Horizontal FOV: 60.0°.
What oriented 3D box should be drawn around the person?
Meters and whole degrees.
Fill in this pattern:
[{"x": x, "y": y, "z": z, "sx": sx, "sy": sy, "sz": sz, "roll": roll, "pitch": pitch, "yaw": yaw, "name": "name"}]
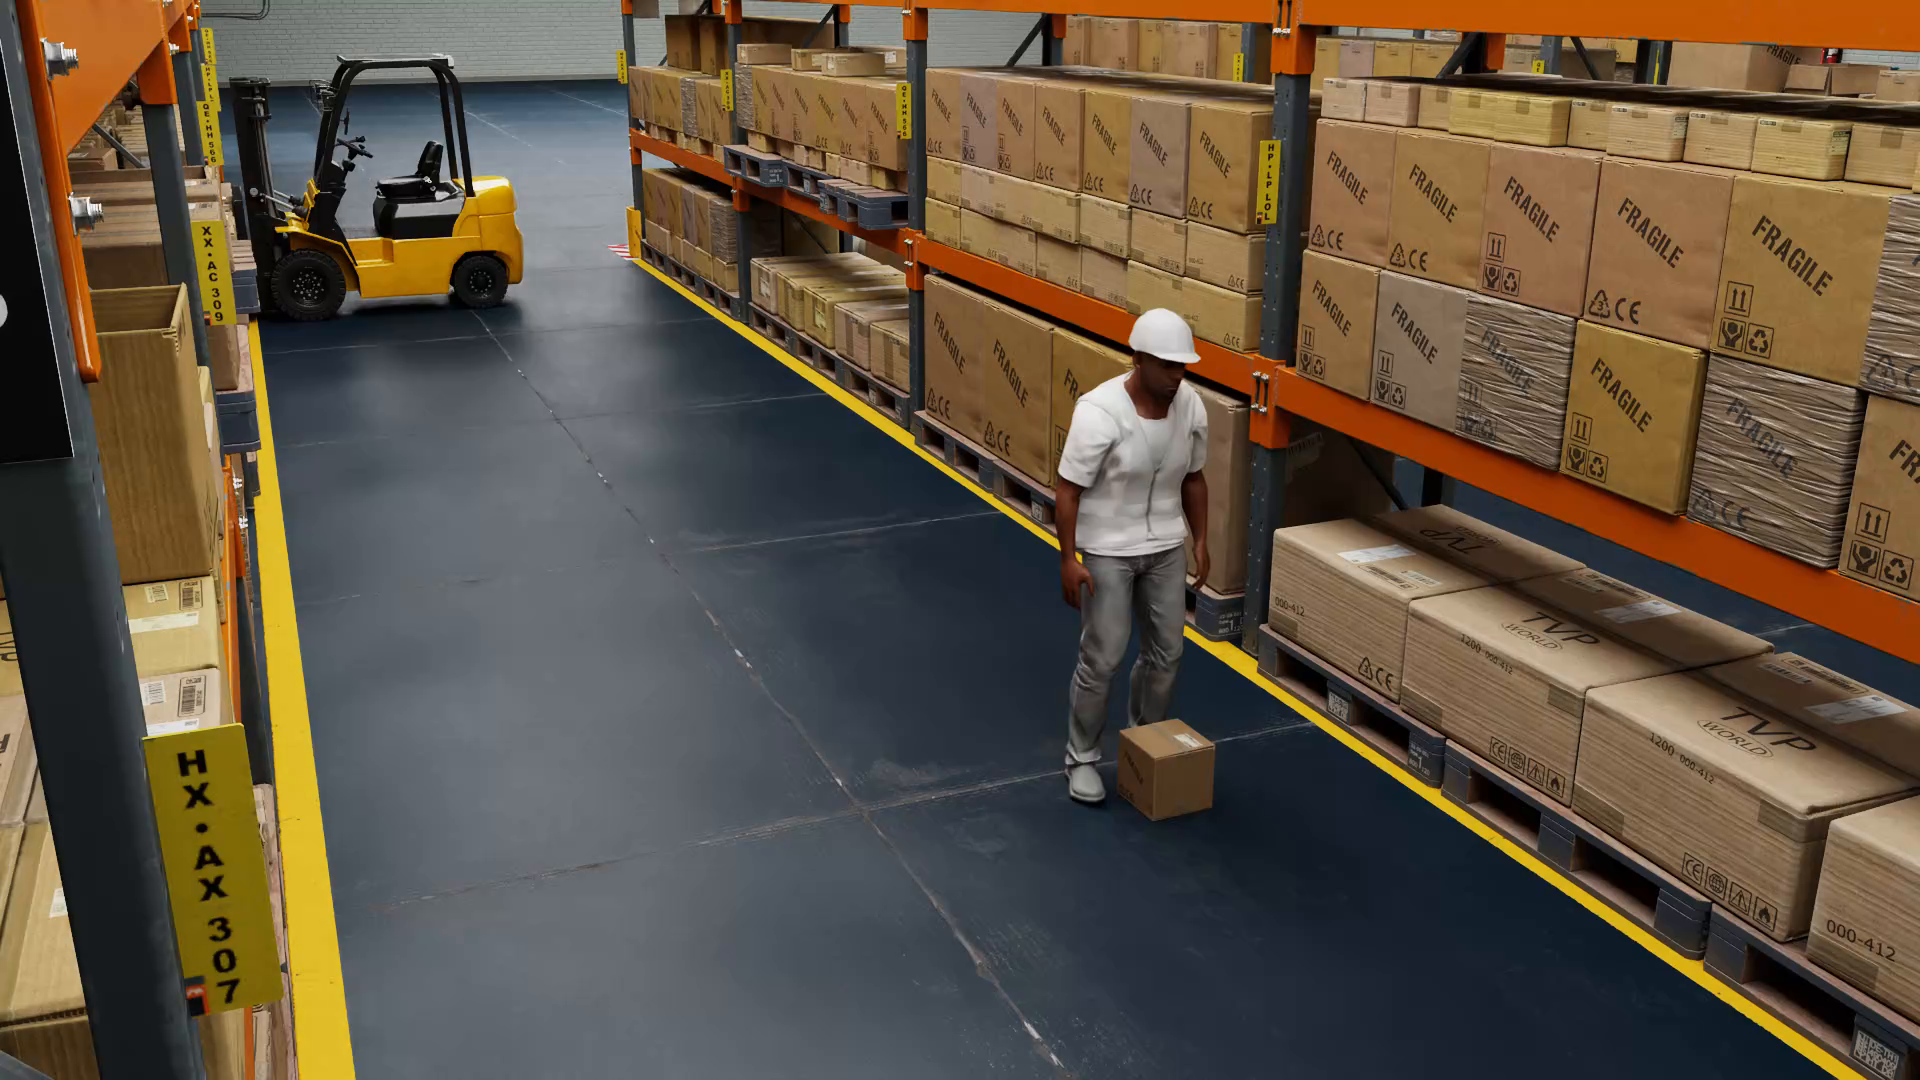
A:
[{"x": 0.629, "y": 0.044, "z": 5.908, "sx": 0.628, "sy": 1.759, "sz": 0.461, "roll": -9, "pitch": 21, "yaw": -25, "name": "person"}]
